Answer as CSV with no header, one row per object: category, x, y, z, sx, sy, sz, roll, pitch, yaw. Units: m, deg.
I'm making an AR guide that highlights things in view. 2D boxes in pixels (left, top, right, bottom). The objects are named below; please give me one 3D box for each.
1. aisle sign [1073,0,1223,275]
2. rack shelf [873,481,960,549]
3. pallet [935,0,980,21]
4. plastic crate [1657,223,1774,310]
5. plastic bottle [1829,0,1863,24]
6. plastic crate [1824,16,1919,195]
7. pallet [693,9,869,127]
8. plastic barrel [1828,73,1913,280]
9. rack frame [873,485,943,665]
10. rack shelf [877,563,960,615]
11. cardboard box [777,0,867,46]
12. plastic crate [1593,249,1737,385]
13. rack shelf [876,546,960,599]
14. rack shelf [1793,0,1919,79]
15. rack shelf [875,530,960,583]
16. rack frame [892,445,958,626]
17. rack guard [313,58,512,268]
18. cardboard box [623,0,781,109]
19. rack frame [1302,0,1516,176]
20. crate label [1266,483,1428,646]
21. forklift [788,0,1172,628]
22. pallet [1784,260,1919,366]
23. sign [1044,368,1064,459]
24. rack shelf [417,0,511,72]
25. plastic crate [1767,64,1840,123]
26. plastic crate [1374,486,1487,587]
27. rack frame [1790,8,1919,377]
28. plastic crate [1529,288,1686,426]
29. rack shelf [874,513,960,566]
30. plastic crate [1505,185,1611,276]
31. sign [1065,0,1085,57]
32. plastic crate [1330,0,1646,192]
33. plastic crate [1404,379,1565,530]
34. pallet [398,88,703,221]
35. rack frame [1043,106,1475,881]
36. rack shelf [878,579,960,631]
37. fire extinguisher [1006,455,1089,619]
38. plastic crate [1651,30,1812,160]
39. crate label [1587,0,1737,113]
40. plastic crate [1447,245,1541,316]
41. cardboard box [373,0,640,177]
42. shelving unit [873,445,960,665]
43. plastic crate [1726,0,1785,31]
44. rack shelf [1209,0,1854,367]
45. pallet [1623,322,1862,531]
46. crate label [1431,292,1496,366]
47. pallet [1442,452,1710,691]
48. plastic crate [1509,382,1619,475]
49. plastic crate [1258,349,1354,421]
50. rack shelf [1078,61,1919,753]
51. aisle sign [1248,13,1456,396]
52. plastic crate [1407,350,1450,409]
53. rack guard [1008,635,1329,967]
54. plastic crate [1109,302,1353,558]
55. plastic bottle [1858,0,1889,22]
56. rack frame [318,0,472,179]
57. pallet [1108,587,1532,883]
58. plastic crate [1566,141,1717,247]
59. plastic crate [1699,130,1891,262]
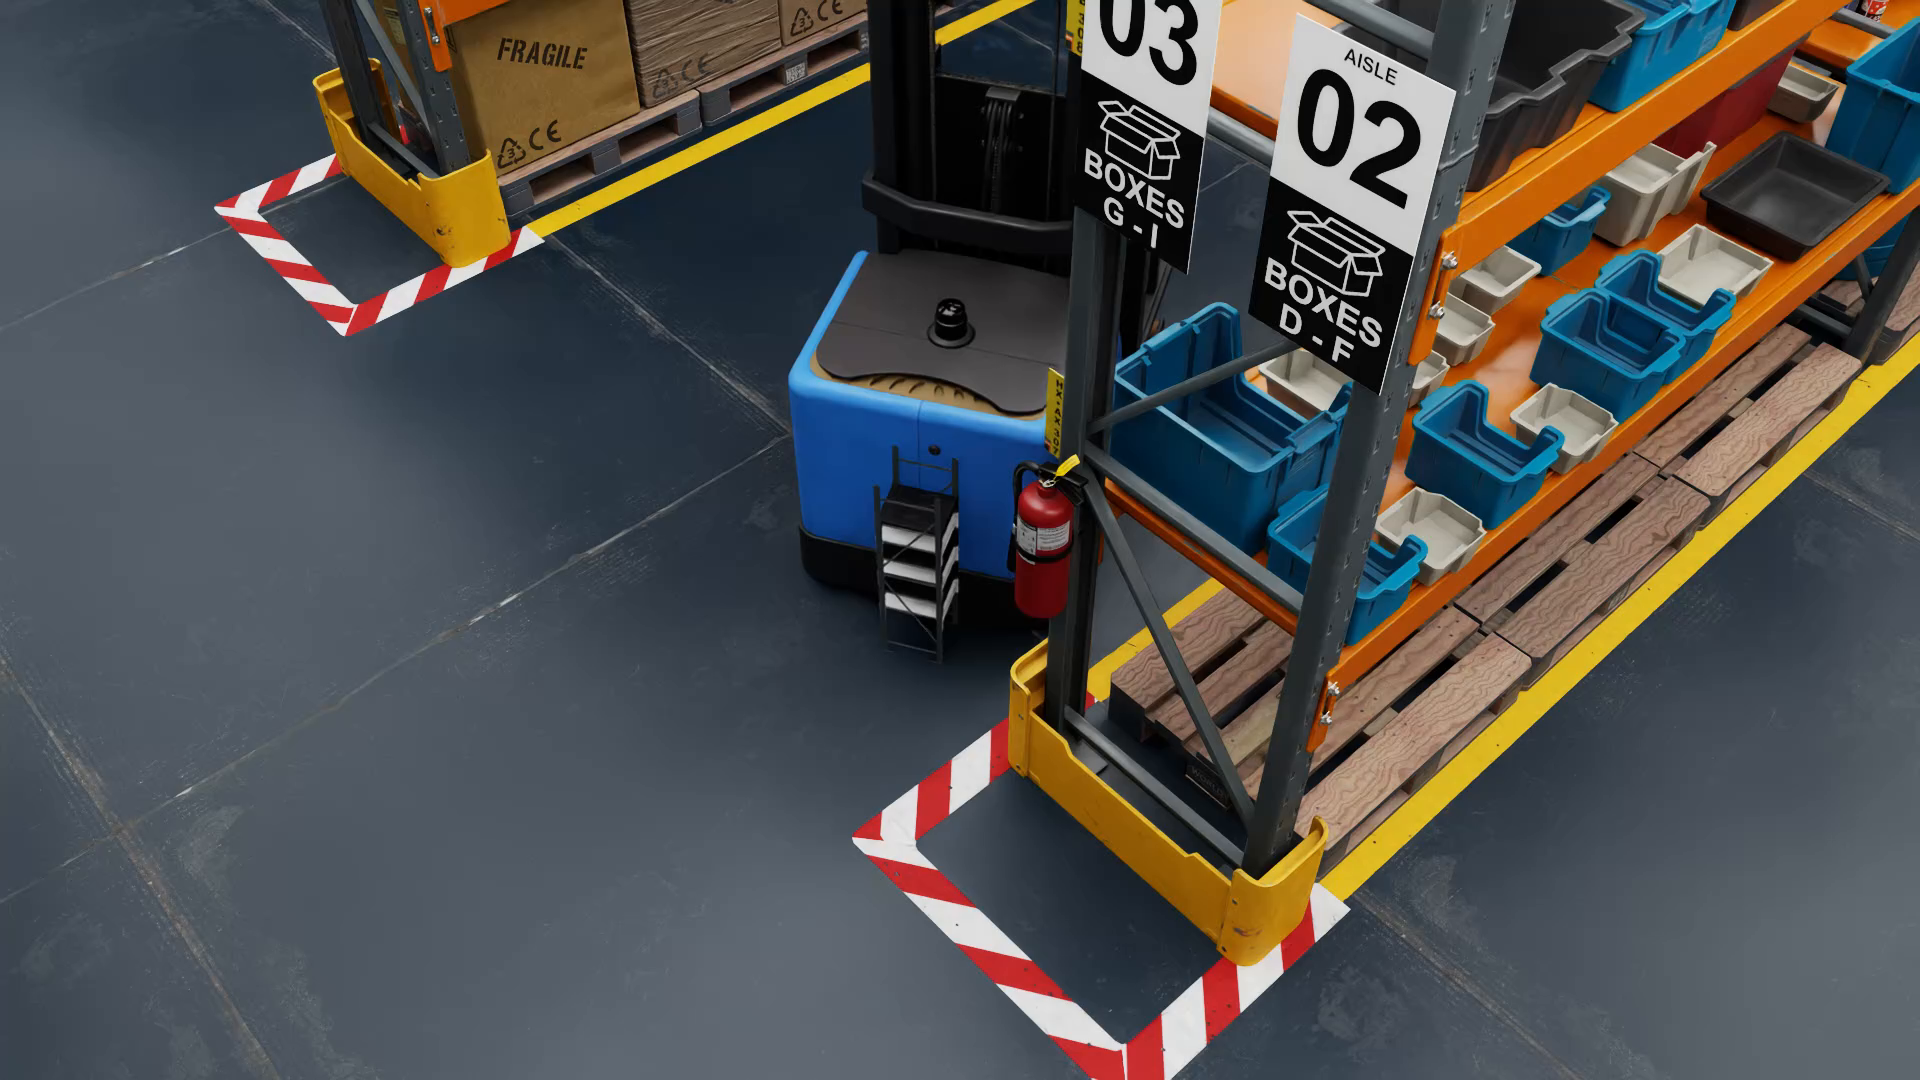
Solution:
aisle sign,0.425,-1.023,3.885,0.004,0.787,0.394,-34,56,-27
rack shelf,-0.152,-0.090,5.898,0.258,0.077,0.200,12,49,11
pallet,-0.313,-3.410,9.753,1.213,0.211,1.003,-34,56,-27
plastic crate,2.548,-0.902,5.680,0.466,0.136,0.293,-34,56,-27
plastic bottle,3.709,-2.324,6.938,0.135,0.276,0.152,-34,56,-27
plastic crate,3.518,-1.595,6.150,0.575,0.384,0.392,-34,56,-27
pallet,-1.216,-2.804,9.193,1.213,0.211,1.003,-34,56,-27
plastic barrel,4.048,-1.686,7.407,0.708,0.901,0.600,-34,56,-27
rack frame,-0.181,0.142,6.006,0.240,0.900,0.006,12,49,11
rack shelf,-0.152,0.155,6.163,0.258,0.077,0.200,12,49,11
cardboard box,-0.906,-3.383,8.991,0.875,0.875,0.875,-34,56,-27
plastic crate,2.275,-0.724,5.450,0.300,0.233,0.416,-34,56,-27
rack shelf,-0.152,0.094,6.097,0.258,0.077,0.200,12,49,11
rack shelf,5.114,-2.741,7.727,4.000,0.370,1.077,-34,56,-27
rack shelf,-0.152,0.033,6.031,0.258,0.077,0.200,12,49,11
rack frame,-0.123,-0.001,6.138,0.240,0.900,0.006,12,49,11
rack guard,-2.675,-1.852,8.119,0.348,0.500,1.175,-34,56,-27
cardboard box,-1.564,-2.943,8.585,0.875,0.875,0.875,-34,56,-27
rack frame,0.675,-2.053,2.521,0.127,3.000,1.000,-34,56,-27
crate label,1.079,0.075,4.713,0.303,0.233,0.416,-34,56,-27
forklift,0.291,-1.766,6.385,1.130,2.935,3.031,12,49,11
pallet,4.233,-1.409,7.907,1.213,0.211,1.003,-34,56,-27
sign,0.293,-0.365,4.934,0.005,0.325,0.100,-34,56,-27
rack shelf,-1.177,-3.456,8.388,4.000,0.370,1.077,-34,56,-27
plastic crate,3.194,-1.774,6.485,0.243,0.136,0.396,-34,56,-27
plastic crate,1.372,-0.006,4.853,0.298,0.136,0.250,-34,56,-27
rack frame,3.634,-1.996,6.551,0.127,3.000,1.000,-34,56,-27
plastic crate,2.053,-0.576,5.313,0.300,0.233,0.416,-34,56,-27
rack shelf,-0.152,-0.029,5.964,0.258,0.077,0.200,12,49,11
plastic crate,2.022,-1.137,5.831,0.300,0.233,0.416,-34,56,-27
sign,0.293,-1.291,3.930,0.005,0.325,0.100,-34,56,-27
plastic crate,1.147,-1.030,3.707,0.590,0.269,0.497,-34,56,-27
plastic crate,1.566,-0.250,5.013,0.300,0.233,0.416,-34,56,-27
pallet,-2.118,-2.204,8.640,1.213,0.211,1.003,-34,56,-27
rack frame,0.675,-0.018,4.726,0.127,3.000,1.000,-34,56,-27
rack shelf,-0.152,0.216,6.229,0.258,0.077,0.200,12,49,11
fire extinguisher,0.258,-0.038,5.050,0.183,0.674,0.296,-34,56,-27
plastic crate,2.805,-1.733,6.224,0.583,0.464,0.402,-34,56,-27
crate label,1.575,-1.265,3.937,0.502,0.251,0.408,-34,56,-27
plastic crate,1.777,-0.894,5.672,0.250,0.136,0.298,-34,56,-27
cardboard box,-2.237,-2.493,8.170,0.875,0.875,0.875,-34,56,-27
shelving unit,-0.152,0.071,6.072,0.258,0.900,0.210,12,49,11
plastic crate,1.990,-1.620,4.205,0.767,0.338,0.504,-34,56,-27
rack shelf,2.155,-1.780,4.800,4.000,0.370,1.077,-34,56,-27
pallet,3.116,-0.666,7.221,1.213,0.211,1.003,-34,56,-27
crate label,1.570,-0.737,5.528,0.243,0.136,0.396,-34,56,-27
pallet,2.213,-0.059,6.661,1.213,0.211,1.003,-34,56,-27
plastic crate,1.874,-0.341,5.162,0.298,0.136,0.250,-34,56,-27
plastic crate,1.156,-0.451,5.264,0.243,0.136,0.396,-34,56,-27
rack shelf,2.155,-0.763,5.903,4.000,0.370,1.077,-34,56,-27
aisle sign,0.821,-0.703,3.589,0.004,0.787,0.394,-34,56,-27
plastic crate,1.381,-0.586,5.388,0.243,0.136,0.396,-34,56,-27
rack guard,0.666,0.848,5.627,0.348,0.500,1.175,-34,56,-27
plastic crate,0.797,-0.318,4.937,0.499,0.435,0.616,-34,56,-27
plastic bottle,3.806,-2.241,6.912,0.097,0.201,0.097,0,47,0
rack frame,-2.657,-2.711,7.211,0.127,3.000,1.000,-34,56,-27
pallet,1.311,0.541,6.107,1.213,0.211,1.003,-34,56,-27
plastic crate,2.381,-1.321,5.968,0.530,0.282,0.437,-34,56,-27
plastic crate,2.987,-1.223,5.984,0.590,0.125,0.437,-34,56,-27
